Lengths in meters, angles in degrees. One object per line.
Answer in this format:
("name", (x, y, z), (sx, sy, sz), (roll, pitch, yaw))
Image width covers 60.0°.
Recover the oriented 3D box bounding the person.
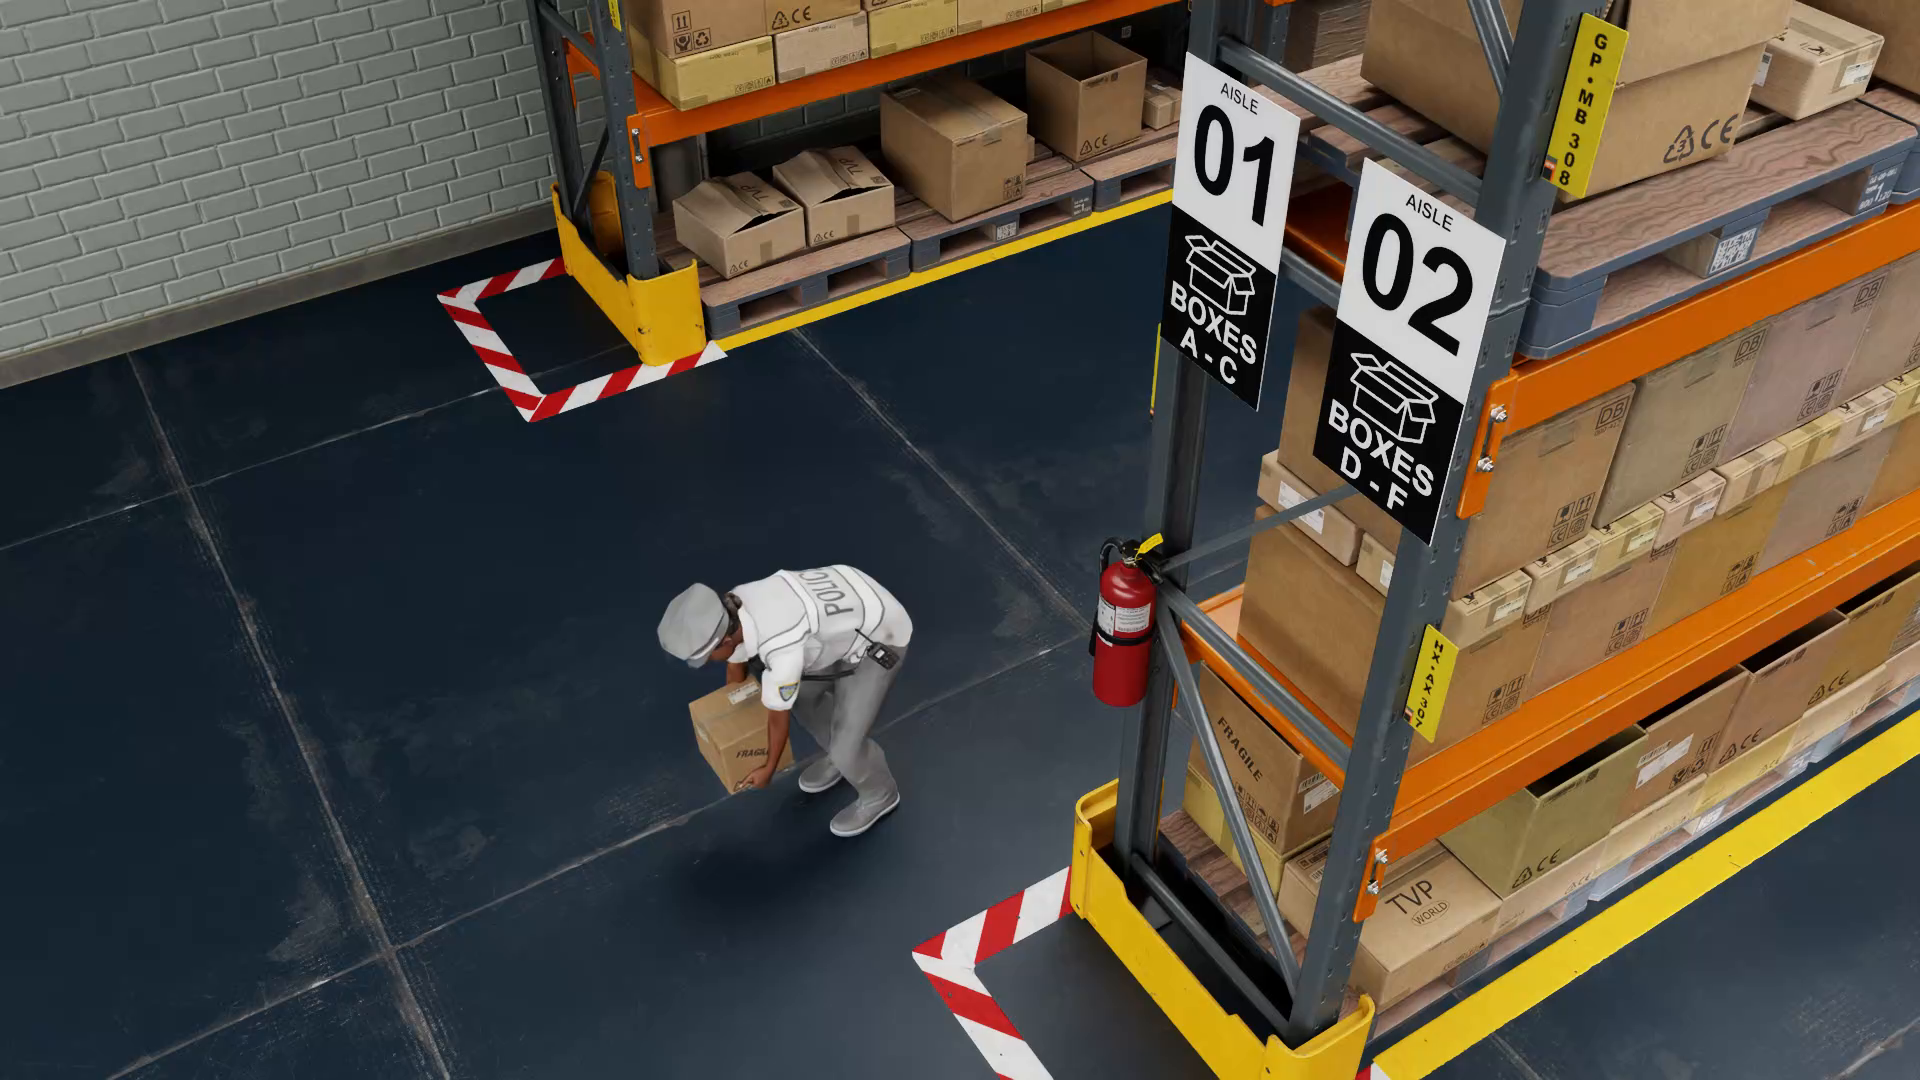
("person", (-0.584, 0.558, 5.810), (0.891, 1.285, 0.424), (-24, 47, -25))
